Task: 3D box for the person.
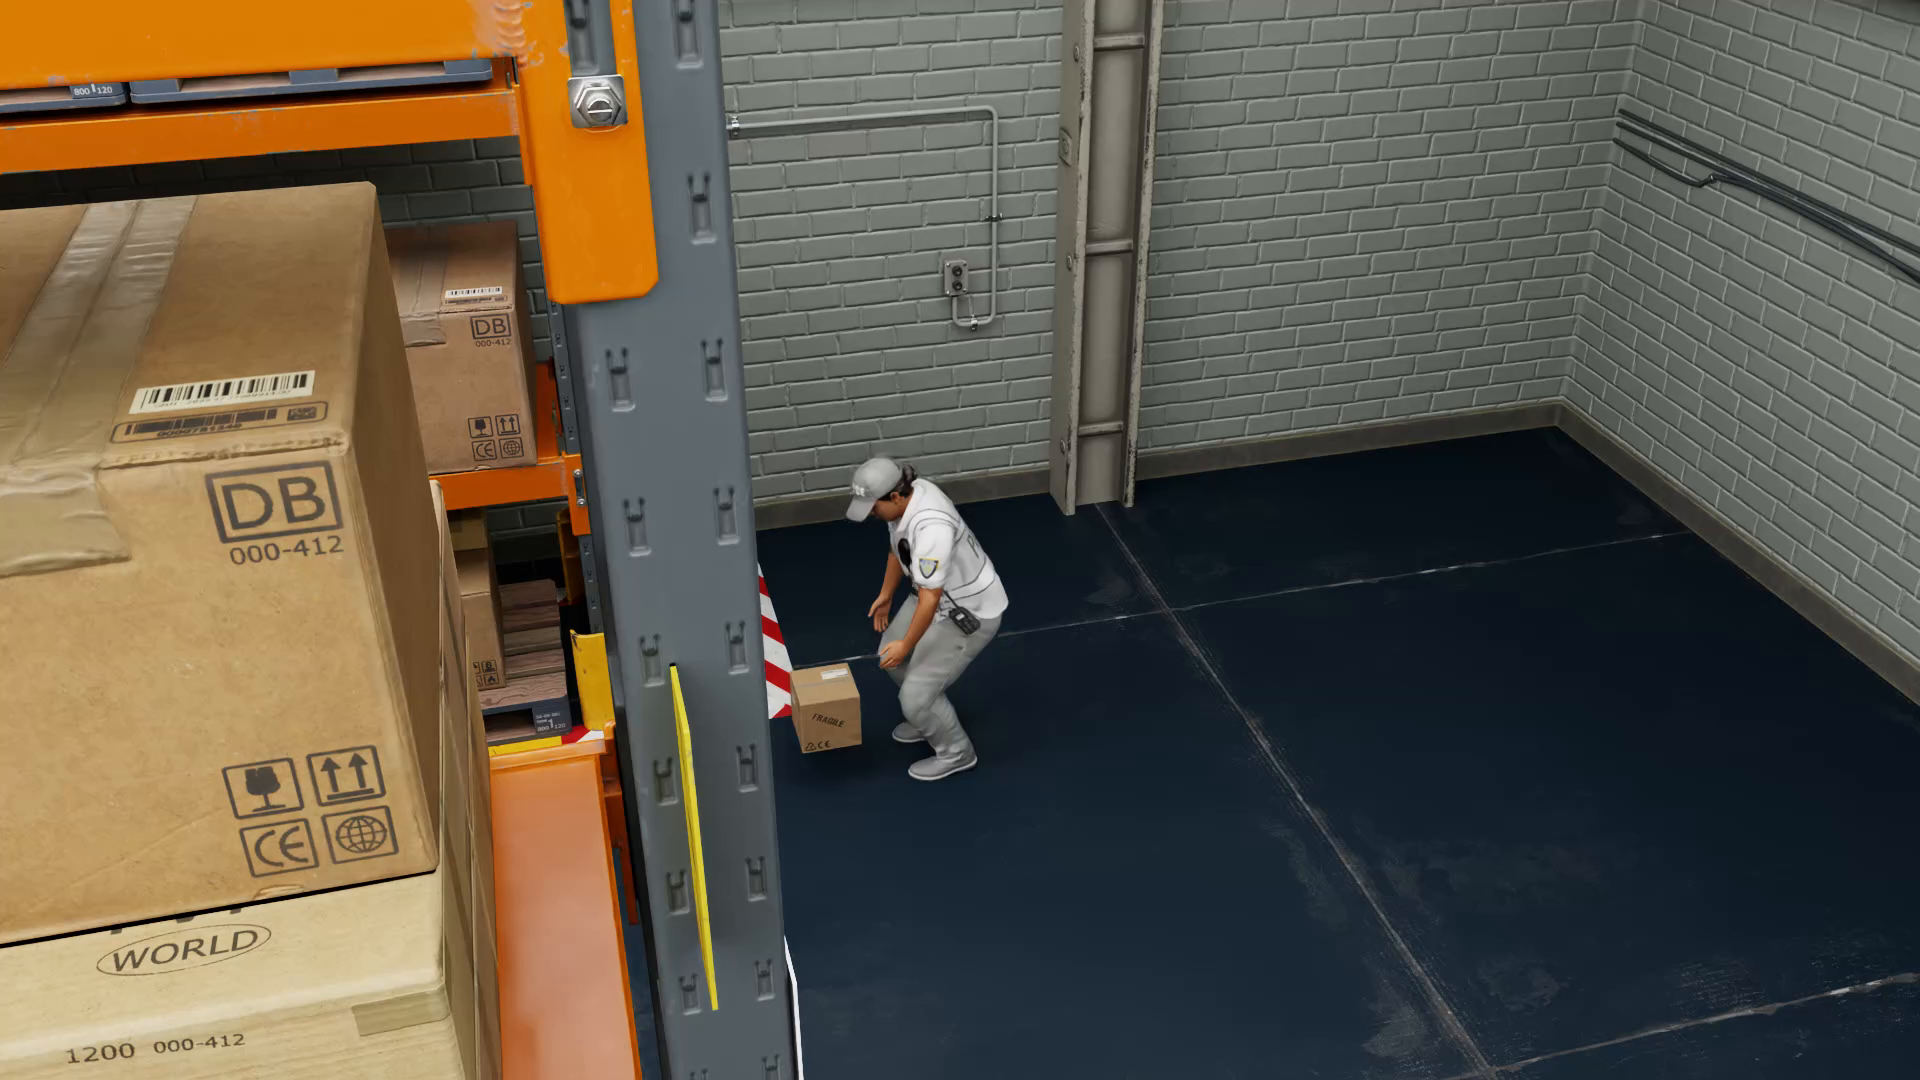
[{"bbox_3d":[-0.131,0.306,6.804,0.652,1.480,0.528,-8,31,-13],"label":"person"}]
